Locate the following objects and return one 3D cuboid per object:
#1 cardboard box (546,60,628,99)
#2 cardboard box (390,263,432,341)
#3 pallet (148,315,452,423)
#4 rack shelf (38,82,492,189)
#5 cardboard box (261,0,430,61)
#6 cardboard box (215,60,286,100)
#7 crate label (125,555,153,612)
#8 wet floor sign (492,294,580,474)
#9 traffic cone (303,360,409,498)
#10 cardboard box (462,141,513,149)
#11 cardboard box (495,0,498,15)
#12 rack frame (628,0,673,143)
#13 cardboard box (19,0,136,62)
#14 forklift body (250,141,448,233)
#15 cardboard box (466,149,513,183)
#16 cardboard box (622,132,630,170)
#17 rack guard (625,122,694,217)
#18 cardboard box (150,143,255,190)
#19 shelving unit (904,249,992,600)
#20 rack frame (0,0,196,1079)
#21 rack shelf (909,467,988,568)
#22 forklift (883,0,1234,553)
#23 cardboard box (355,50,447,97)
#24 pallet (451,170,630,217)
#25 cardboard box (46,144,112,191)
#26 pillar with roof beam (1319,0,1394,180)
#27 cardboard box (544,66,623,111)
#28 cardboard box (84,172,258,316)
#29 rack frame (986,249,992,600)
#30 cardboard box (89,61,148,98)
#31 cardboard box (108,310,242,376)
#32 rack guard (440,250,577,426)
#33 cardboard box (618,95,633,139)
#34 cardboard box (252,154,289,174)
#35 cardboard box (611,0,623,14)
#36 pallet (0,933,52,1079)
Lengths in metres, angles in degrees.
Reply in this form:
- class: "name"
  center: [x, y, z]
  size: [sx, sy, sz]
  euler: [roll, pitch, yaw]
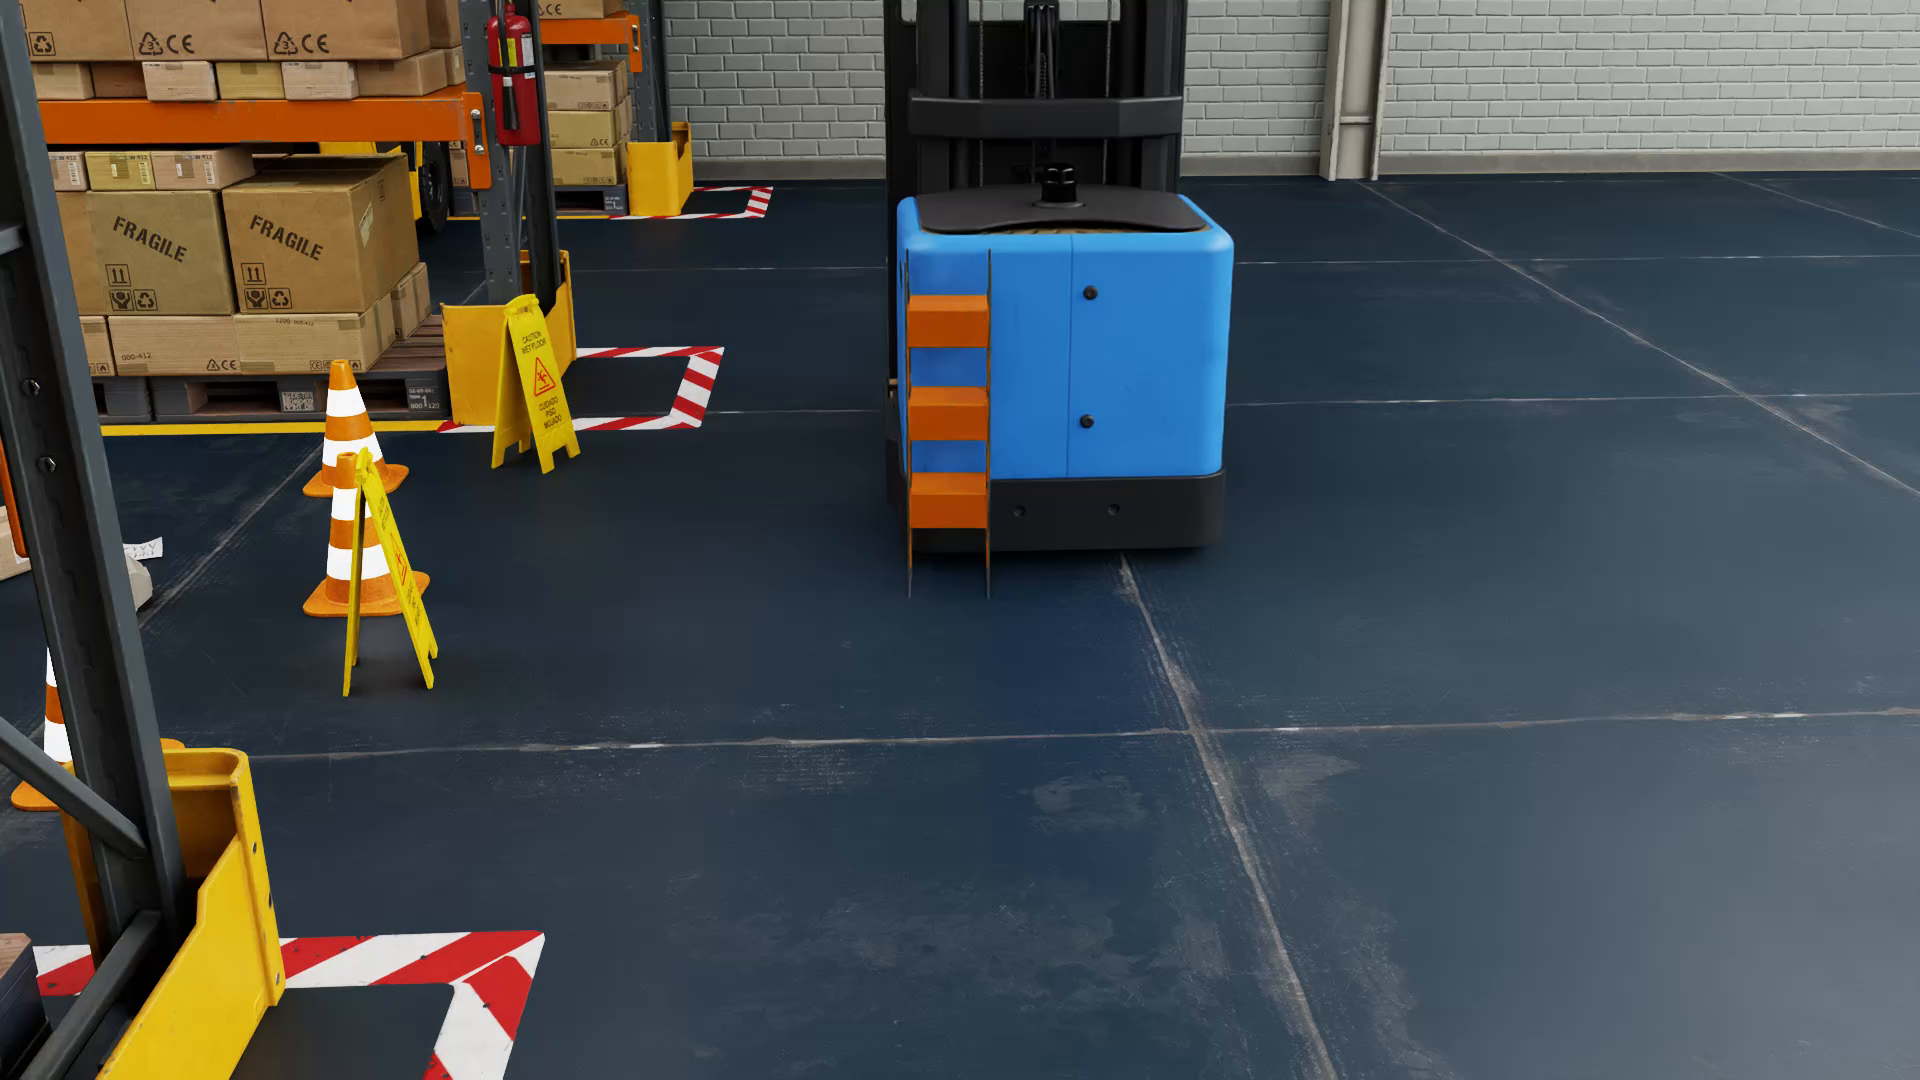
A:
- class: "cardboard box"
  center: [-2.664, -3.282, 11.896]
  size: [0.500, 0.250, 0.500]
  euler: [-1, 21, -4]
- class: "cardboard box"
  center: [-2.708, -1.076, 7.507]
  size: [0.500, 0.250, 0.500]
  euler: [-1, 21, -3]
- class: "pallet"
  center: [-2.776, -0.775, 7.359]
  size: [1.213, 0.211, 1.003]
  euler: [-1, 21, -3]
- class: "rack shelf"
  center: [-3.883, -1.706, 6.899]
  size: [4.000, 0.370, 1.077]
  euler: [-1, 21, -3]
- class: "cardboard box"
  center: [-2.413, -2.160, 6.520]
  size: [0.500, 0.500, 0.500]
  euler: [-2, 21, -4]
- class: "cardboard box"
  center: [-2.752, -1.840, 6.592]
  size: [0.250, 0.149, 0.380]
  euler: [-2, 21, -4]
- class: "crate label"
  center: [-2.621, 0.147, 5.043]
  size: [0.298, 0.136, 0.250]
  euler: [-13, 24, -31]
- class: "wet floor sign"
  center: [-1.636, -0.607, 6.308]
  size: [0.232, 0.644, 0.267]
  euler: [6, 22, 16]
- class: "traffic cone"
  center: [-2.242, -0.431, 6.102]
  size: [0.334, 0.463, 0.336]
  euler: [-1, 21, -3]
- class: "cardboard box"
  center: [-3.143, -2.864, 11.500]
  size: [0.500, 0.250, 0.500]
  euler: [-1, 21, -4]
- class: "cardboard box"
  center: [-3.169, -3.783, 11.200]
  size: [0.500, 0.500, 0.500]
  euler: [-1, 21, -1]
- class: "rack frame"
  center: [-2.174, -3.846, 11.508]
  size: [0.127, 3.000, 1.000]
  euler: [-1, 21, -3]
- class: "cardboard box"
  center: [-3.413, -2.143, 6.475]
  size: [0.500, 0.500, 0.500]
  euler: [-1, 21, -3]
- class: "forklift body"
  center: [-3.963, -2.763, 9.856]
  size: [1.214, 2.155, 2.313]
  euler: [-1, 21, -3]
- class: "cardboard box"
  center: [-3.122, -2.629, 11.585]
  size: [0.500, 0.250, 0.500]
  euler: [-1, 21, -3]
- class: "cardboard box"
  center: [-2.675, -2.817, 12.079]
  size: [0.500, 0.250, 0.500]
  euler: [-1, 21, -3]
- class: "rack guard"
  center: [-2.150, -2.679, 11.954]
  size: [0.348, 0.500, 1.175]
  euler: [-1, 21, -3]
- class: "cardboard box"
  center: [-3.034, -1.508, 6.675]
  size: [0.250, 0.149, 0.380]
  euler: [-1, 21, -1]
- class: "shelving unit"
  center: [-0.034, -0.341, 5.041]
  size: [0.252, 1.050, 0.215]
  euler: [0, 21, 0]
- class: "rack frame"
  center: [-1.503, -0.327, 2.264]
  size: [0.127, 3.000, 1.000]
  euler: [-1, 21, -3]
- class: "rack shelf"
  center: [-0.034, -0.072, 5.144]
  size: [0.240, 0.259, 0.215]
  euler: [0, 21, 0]
- class: "forklift"
  center: [0.253, -1.807, 6.249]
  size: [1.130, 2.935, 3.031]
  euler: [-1, 21, -3]
- class: "cardboard box"
  center: [-2.248, -1.882, 6.702]
  size: [0.250, 0.149, 0.380]
  euler: [0, 21, -1]
- class: "pallet"
  center: [-2.935, -2.513, 11.925]
  size: [1.213, 0.211, 1.003]
  euler: [-1, 21, -3]
- class: "cardboard box"
  center: [-3.549, -1.499, 6.652]
  size: [0.250, 0.149, 0.380]
  euler: [0, 21, -1]
- class: "pillar with roof beam"
  center: [3.316, -5.549, 7.548]
  size: [0.400, 9.000, 9.100]
  euler: [-1, 21, -3]
- class: "cardboard box"
  center: [-2.616, -3.105, 11.429]
  size: [0.500, 0.250, 0.500]
  euler: [0, 21, -1]
- class: "cardboard box"
  center: [-3.193, -1.224, 6.841]
  size: [0.500, 0.500, 0.500]
  euler: [0, 21, -1]
- class: "rack frame"
  center: [0.088, -0.341, 5.041]
  size: [0.008, 1.050, 0.200]
  euler: [0, 21, 0]
- class: "cardboard box"
  center: [-3.271, -1.869, 6.667]
  size: [0.250, 0.149, 0.380]
  euler: [-1, 21, -2]
- class: "cardboard box"
  center: [-3.196, -0.875, 6.977]
  size: [0.500, 0.250, 0.500]
  euler: [-1, 21, -3]
- class: "rack guard"
  center: [-1.963, -0.914, 7.318]
  size: [0.348, 0.500, 1.175]
  euler: [-1, 21, -3]
- class: "cardboard box"
  center: [-2.655, -3.056, 12.003]
  size: [0.500, 0.250, 0.500]
  euler: [-1, 21, -2]
- class: "cardboard box"
  center: [-3.253, -1.414, 7.340]
  size: [0.500, 0.500, 0.500]
  euler: [-2, 21, -5]
- class: "cardboard box"
  center: [-2.684, -3.982, 11.723]
  size: [0.500, 0.500, 0.500]
  euler: [0, 21, -1]
- class: "pallet"
  center: [-2.297, 1.020, 2.645]
  size: [1.213, 0.211, 1.003]
  euler: [-1, 21, -3]
